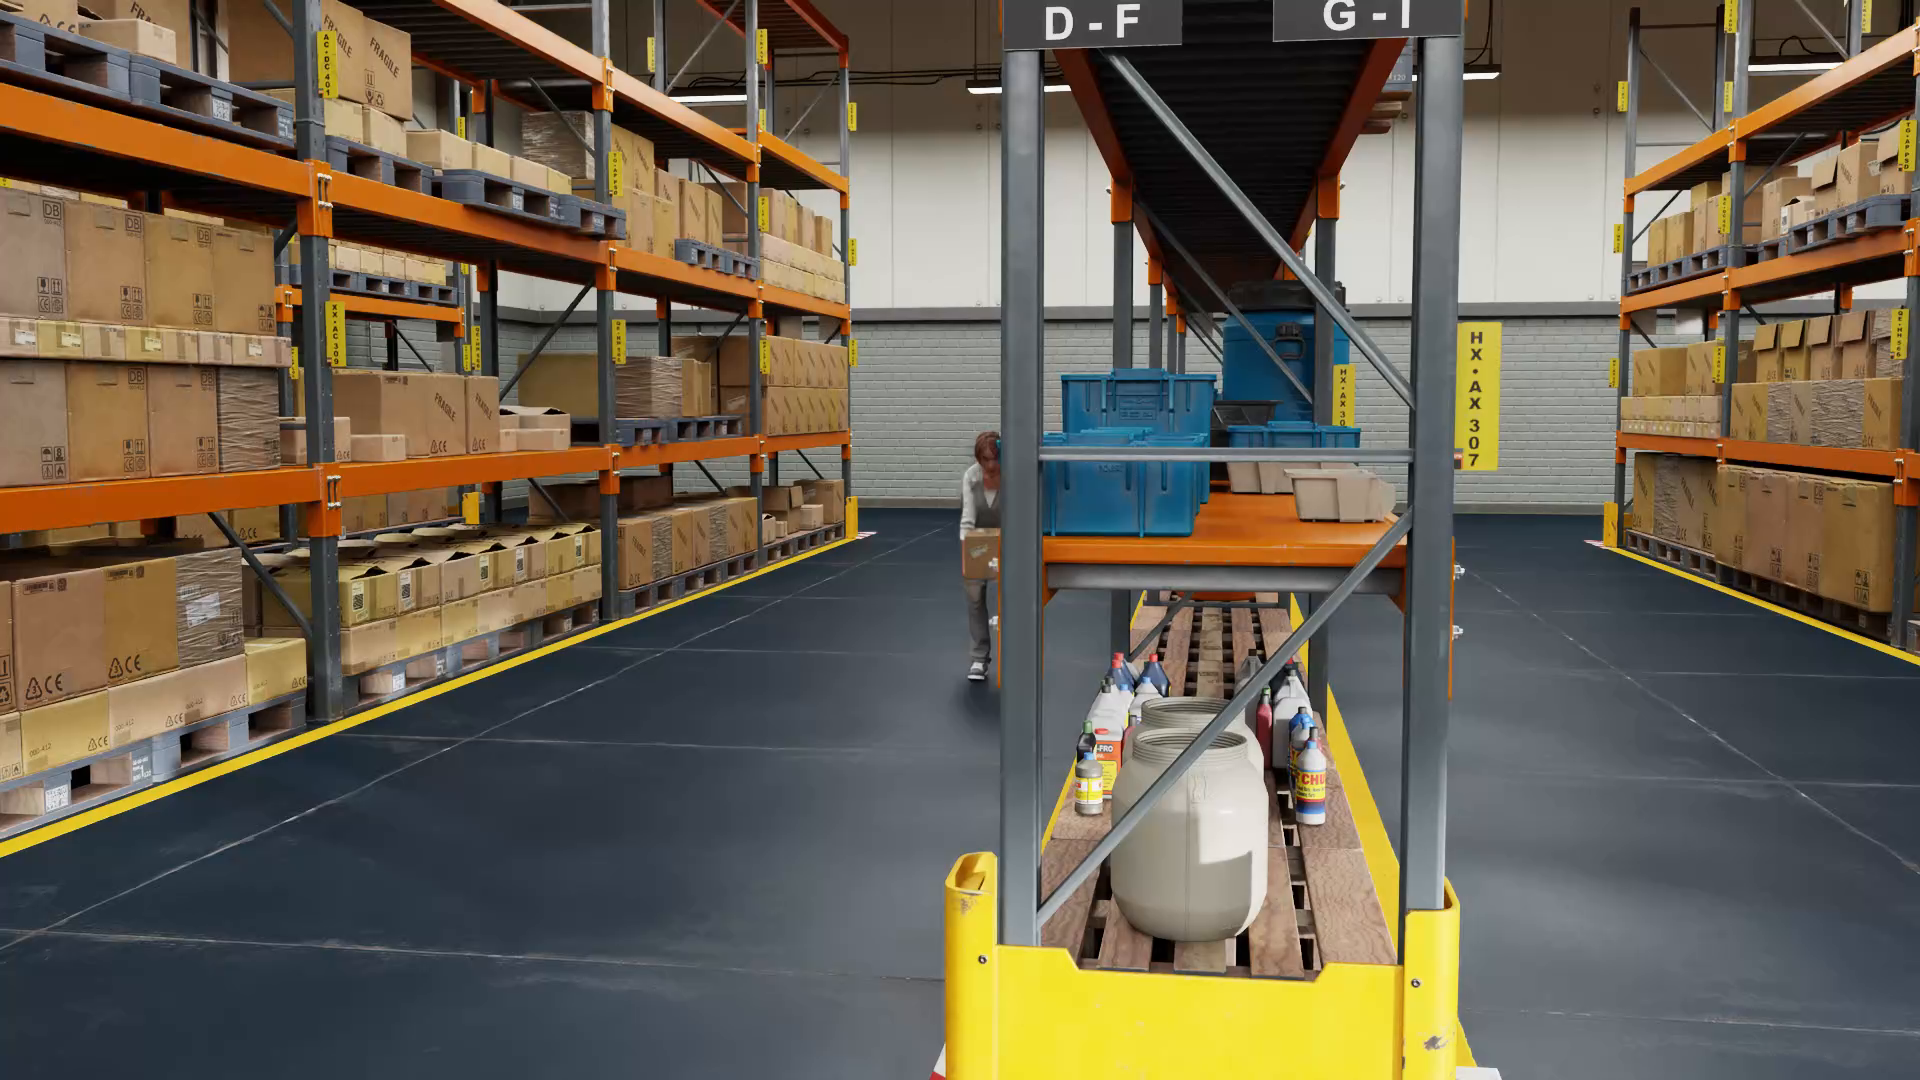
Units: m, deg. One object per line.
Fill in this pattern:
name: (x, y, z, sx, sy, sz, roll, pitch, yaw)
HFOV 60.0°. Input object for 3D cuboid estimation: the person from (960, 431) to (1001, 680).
person: (0.195, 0.104, 9.739, 0.370, 1.459, 0.634, 1, 5, 8)
